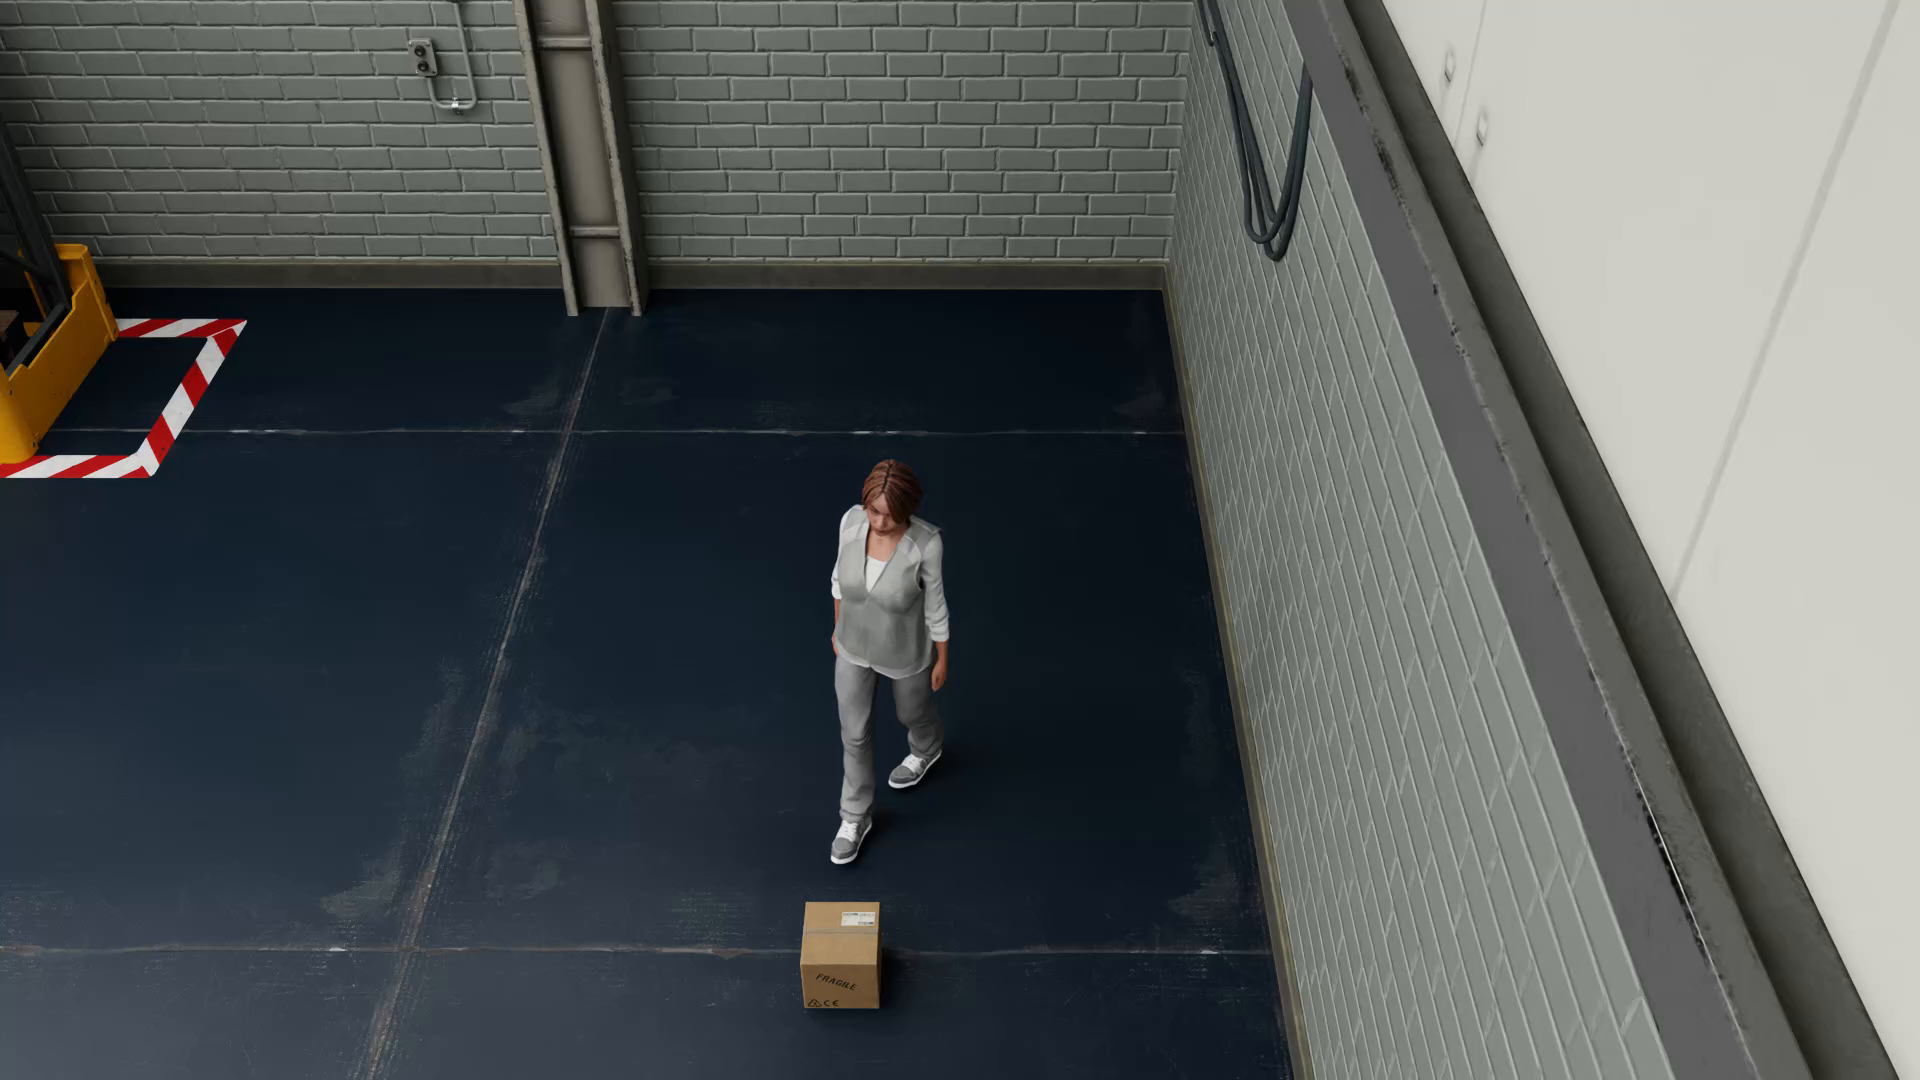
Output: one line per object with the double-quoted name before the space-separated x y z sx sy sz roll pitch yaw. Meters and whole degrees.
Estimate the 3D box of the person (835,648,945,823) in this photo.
"person" -0.241 0.587 5.944 0.346 0.843 0.545 13 42 15
